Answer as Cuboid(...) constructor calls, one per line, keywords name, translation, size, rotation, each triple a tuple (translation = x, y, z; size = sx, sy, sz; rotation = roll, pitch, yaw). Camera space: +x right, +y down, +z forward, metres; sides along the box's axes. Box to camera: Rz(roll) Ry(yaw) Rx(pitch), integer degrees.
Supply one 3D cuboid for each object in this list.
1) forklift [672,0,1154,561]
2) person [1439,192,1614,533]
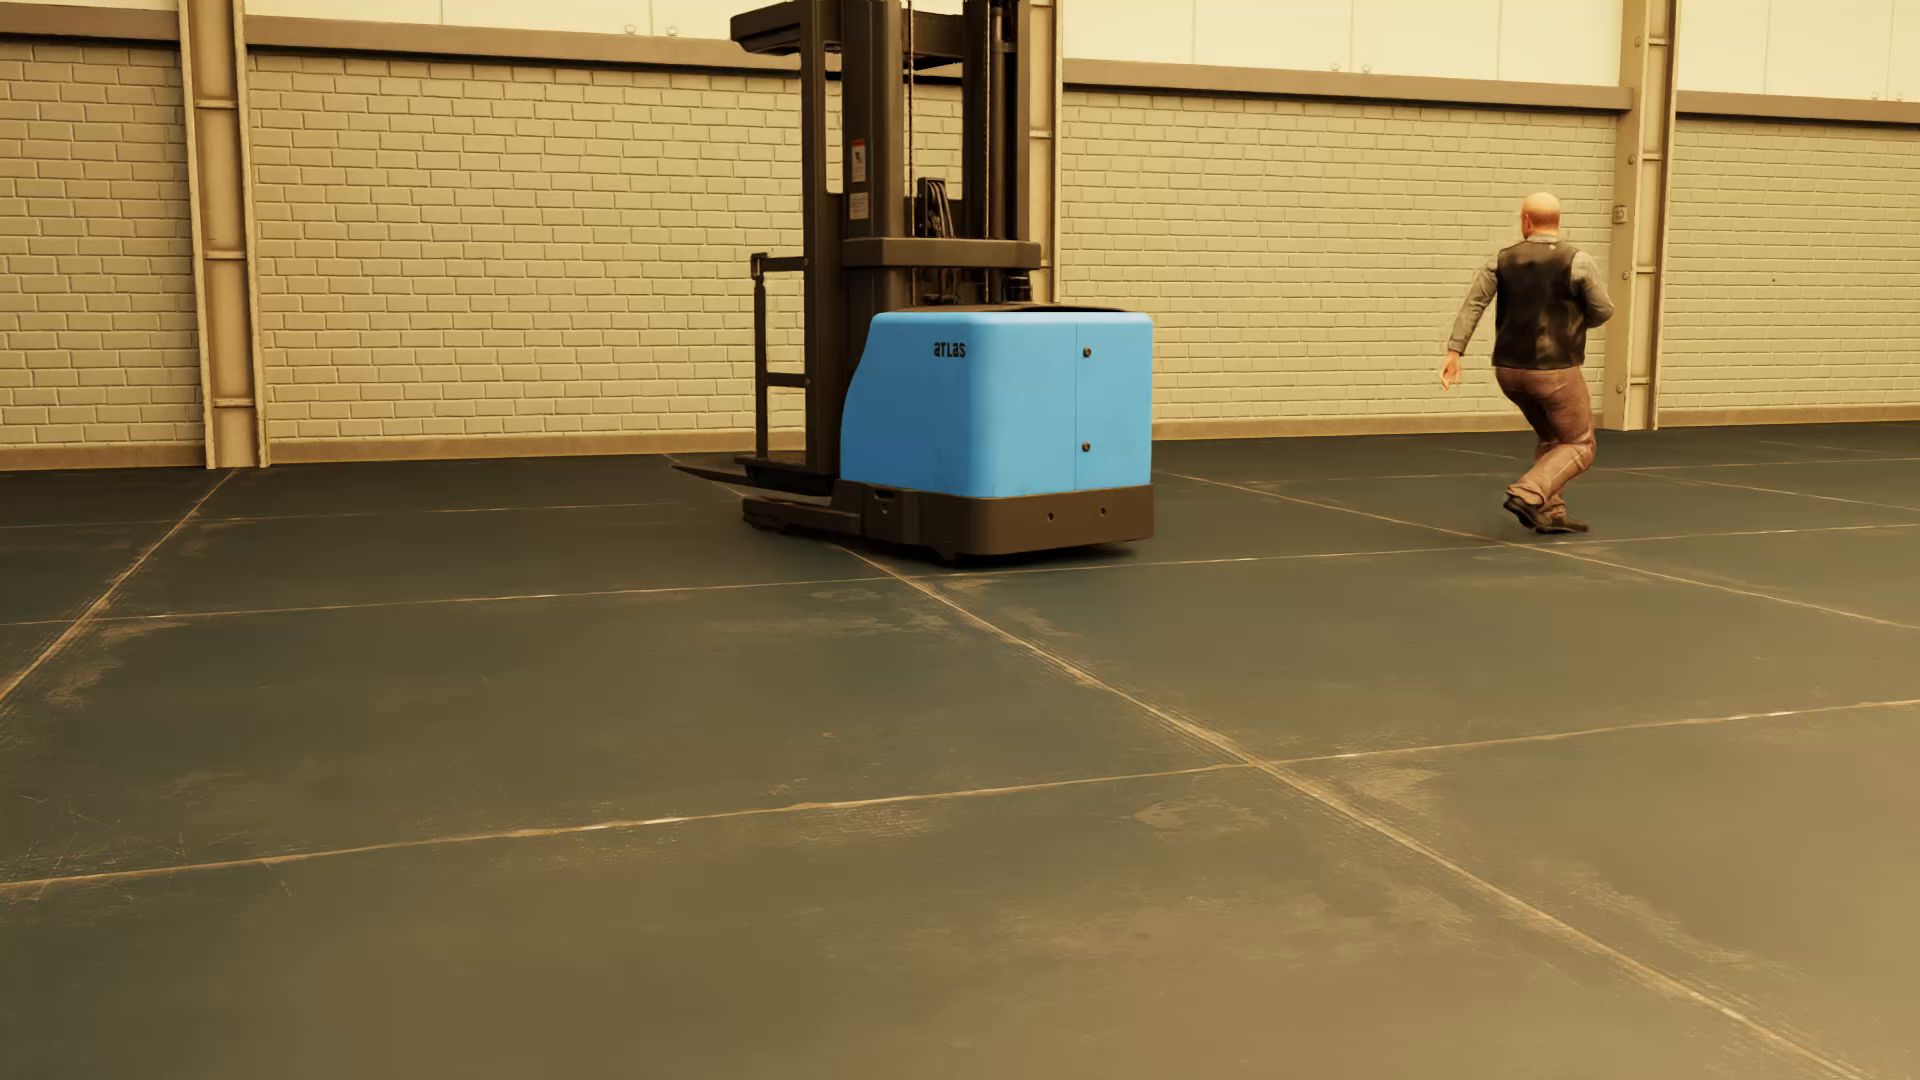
Cuboid(name="forklift", translation=(-0.427, -1.515, 8.185), size=(1.130, 2.935, 3.031), rotation=(-6, 10, -37))
Cuboid(name="person", translation=(2.776, -0.833, 8.007), size=(0.760, 1.648, 0.601), rotation=(-4, 9, -30))
